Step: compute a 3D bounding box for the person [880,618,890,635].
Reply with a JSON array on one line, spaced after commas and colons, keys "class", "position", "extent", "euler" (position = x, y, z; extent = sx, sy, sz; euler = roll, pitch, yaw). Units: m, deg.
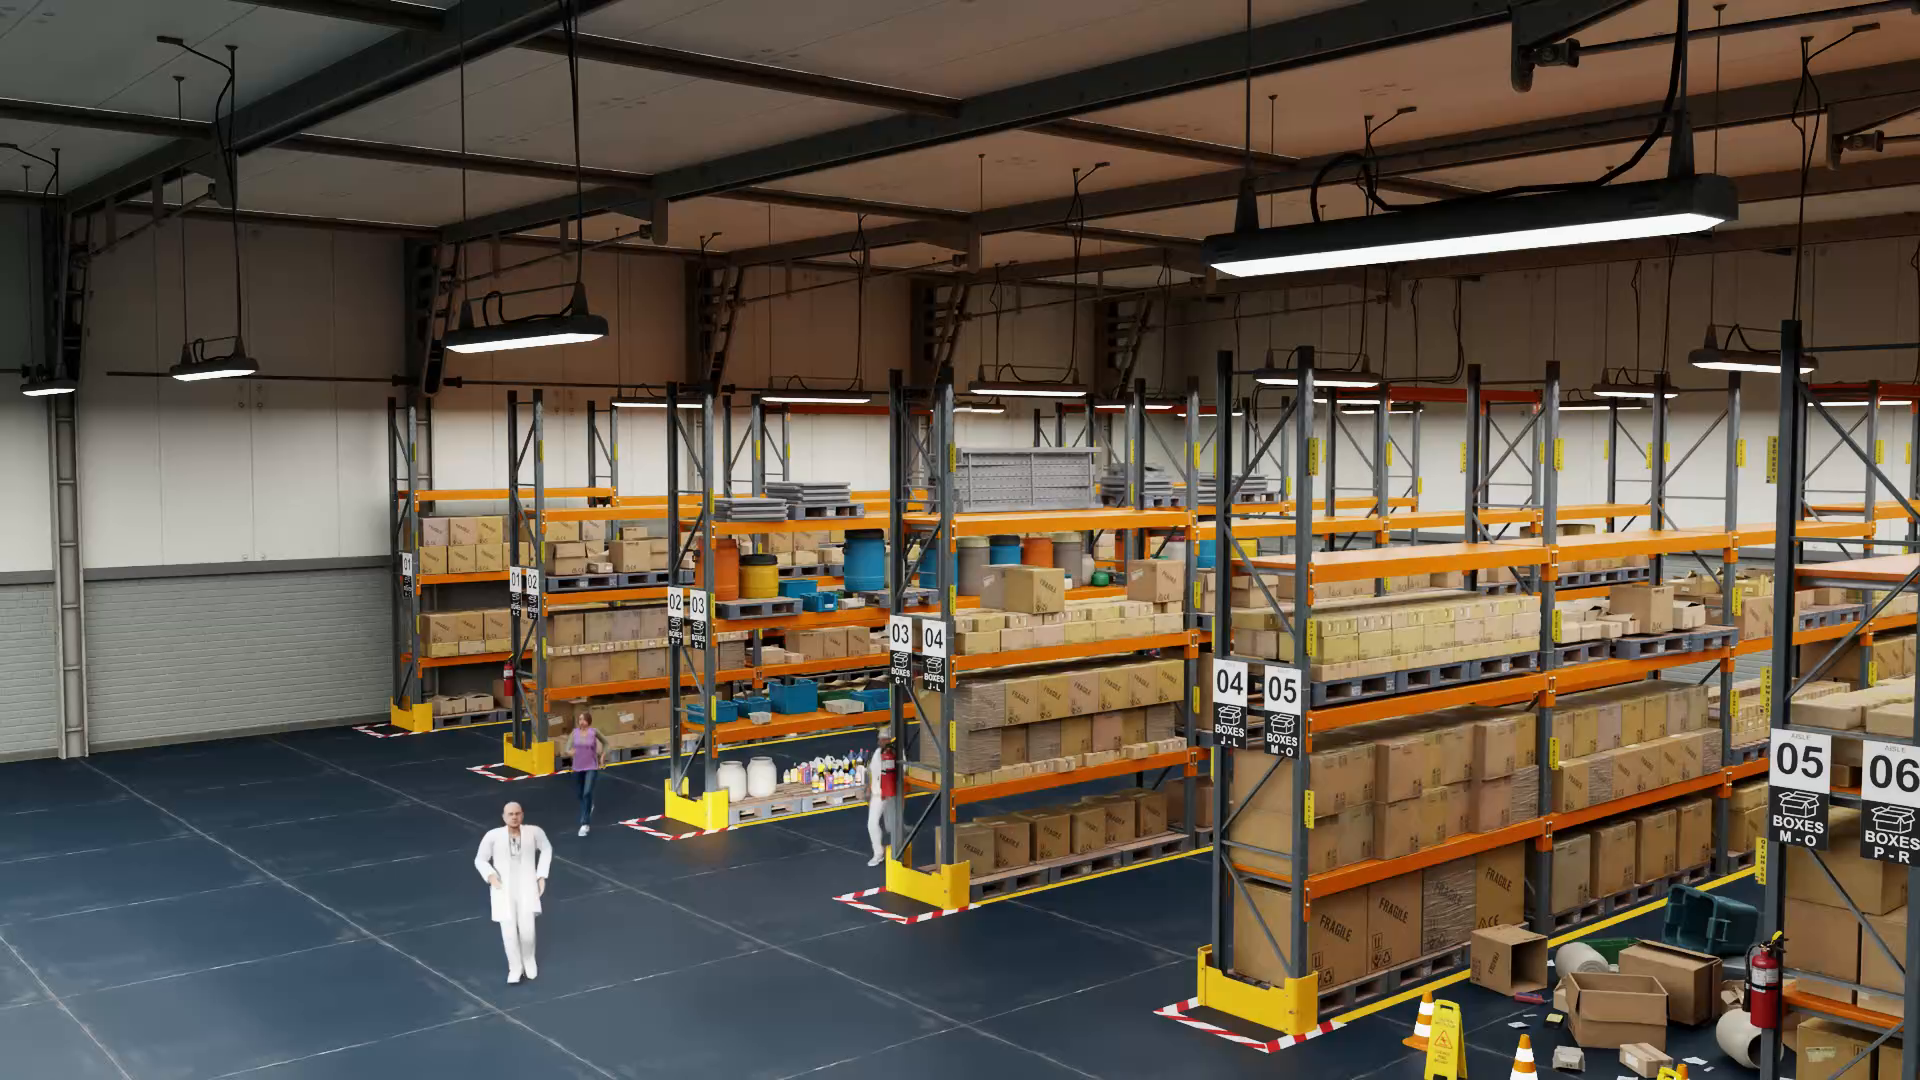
[{"class": "person", "position": [-1.284, 2.146, 32.979], "extent": [0.703, 1.769, 0.596], "euler": [-3, 5, -43]}]

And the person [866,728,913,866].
[{"class": "person", "position": [-0.878, 3.135, 20.568], "extent": [0.603, 1.684, 0.755], "euler": [3, 4, 38]}]

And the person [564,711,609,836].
[{"class": "person", "position": [-4.976, 3.062, 22.119], "extent": [0.543, 1.595, 0.878], "euler": [0, 3, 3]}]

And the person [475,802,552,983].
[{"class": "person", "position": [-4.243, 3.358, 15.822], "extent": [0.714, 1.731, 0.635], "euler": [-1, 3, -14]}]
